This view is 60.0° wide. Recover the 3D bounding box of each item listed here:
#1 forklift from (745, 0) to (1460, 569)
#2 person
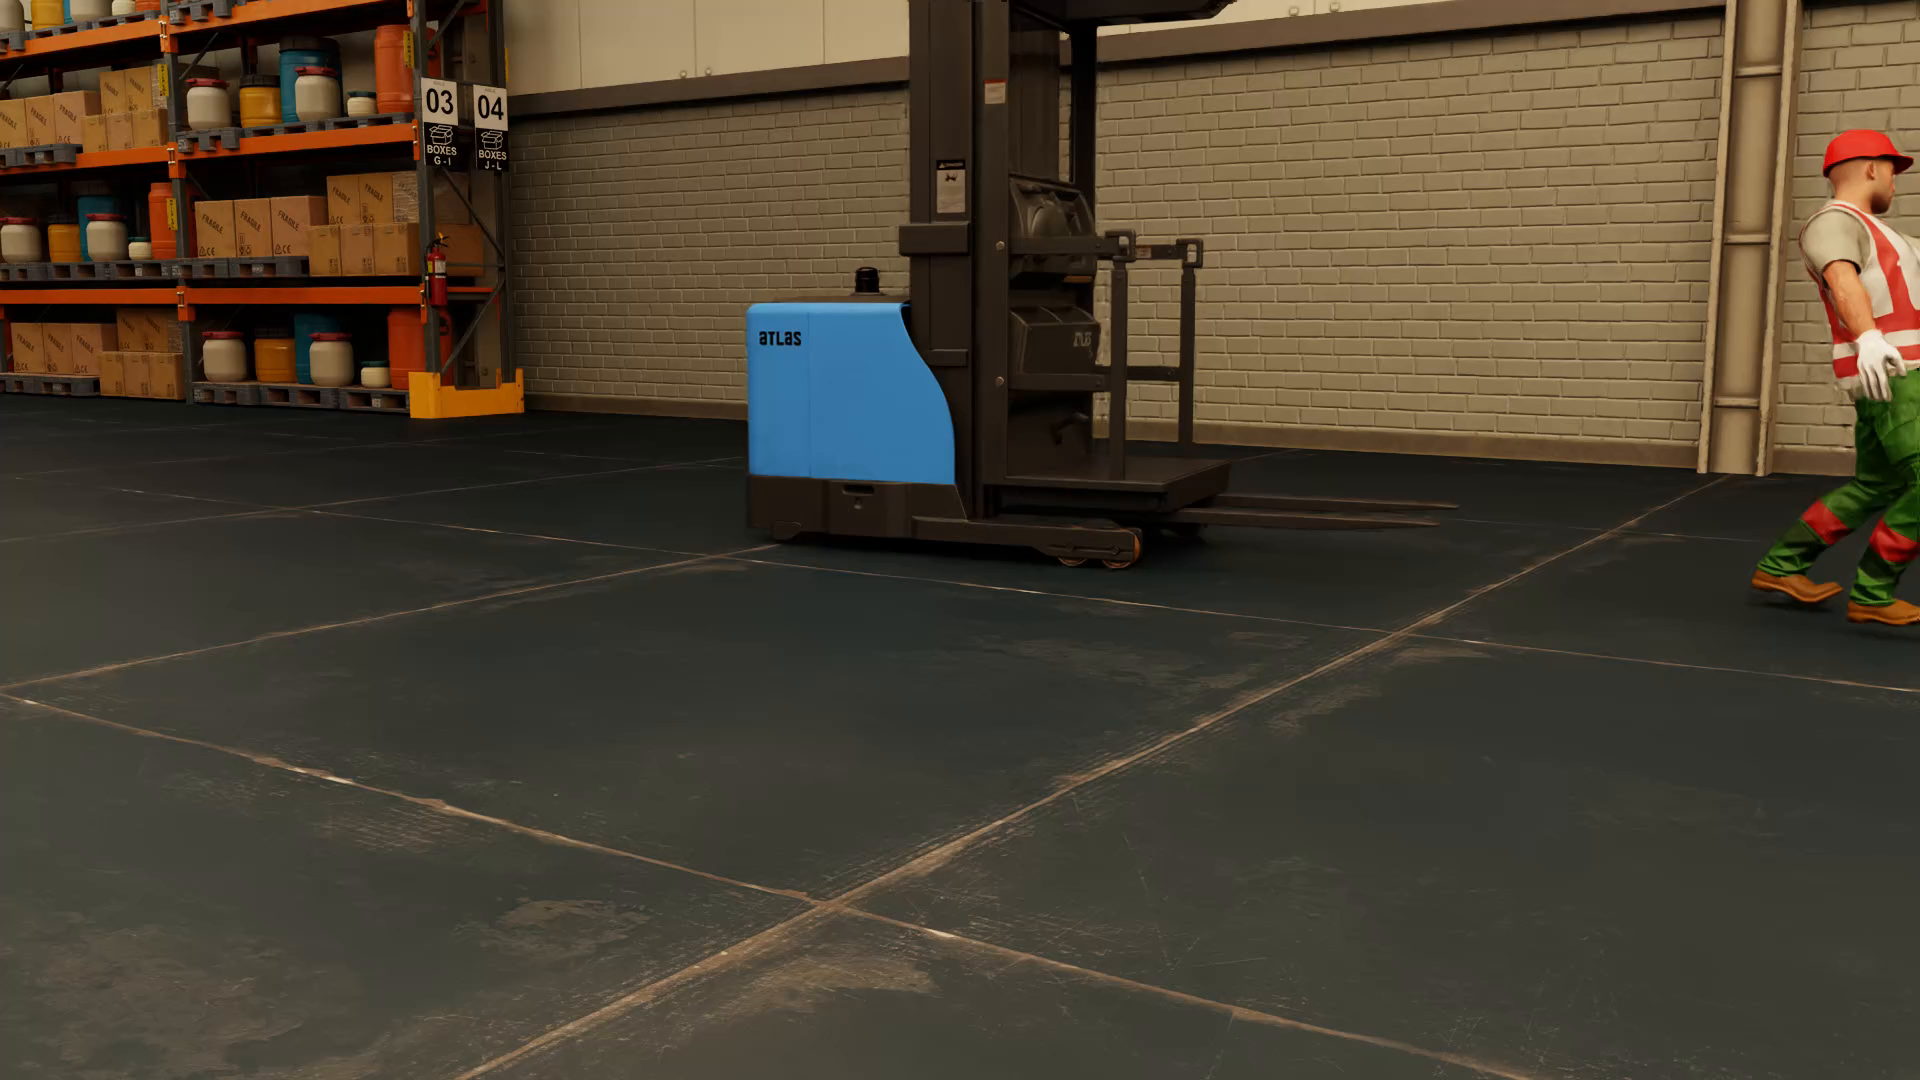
[{"bbox_3d":[0.594,-1.417,7.157,3.031,2.935,1.130,4,9,23],"label":"forklift"},{"bbox_3d":[3.046,-0.528,5.382,0.877,1.621,0.838,5,10,32],"label":"person"}]
